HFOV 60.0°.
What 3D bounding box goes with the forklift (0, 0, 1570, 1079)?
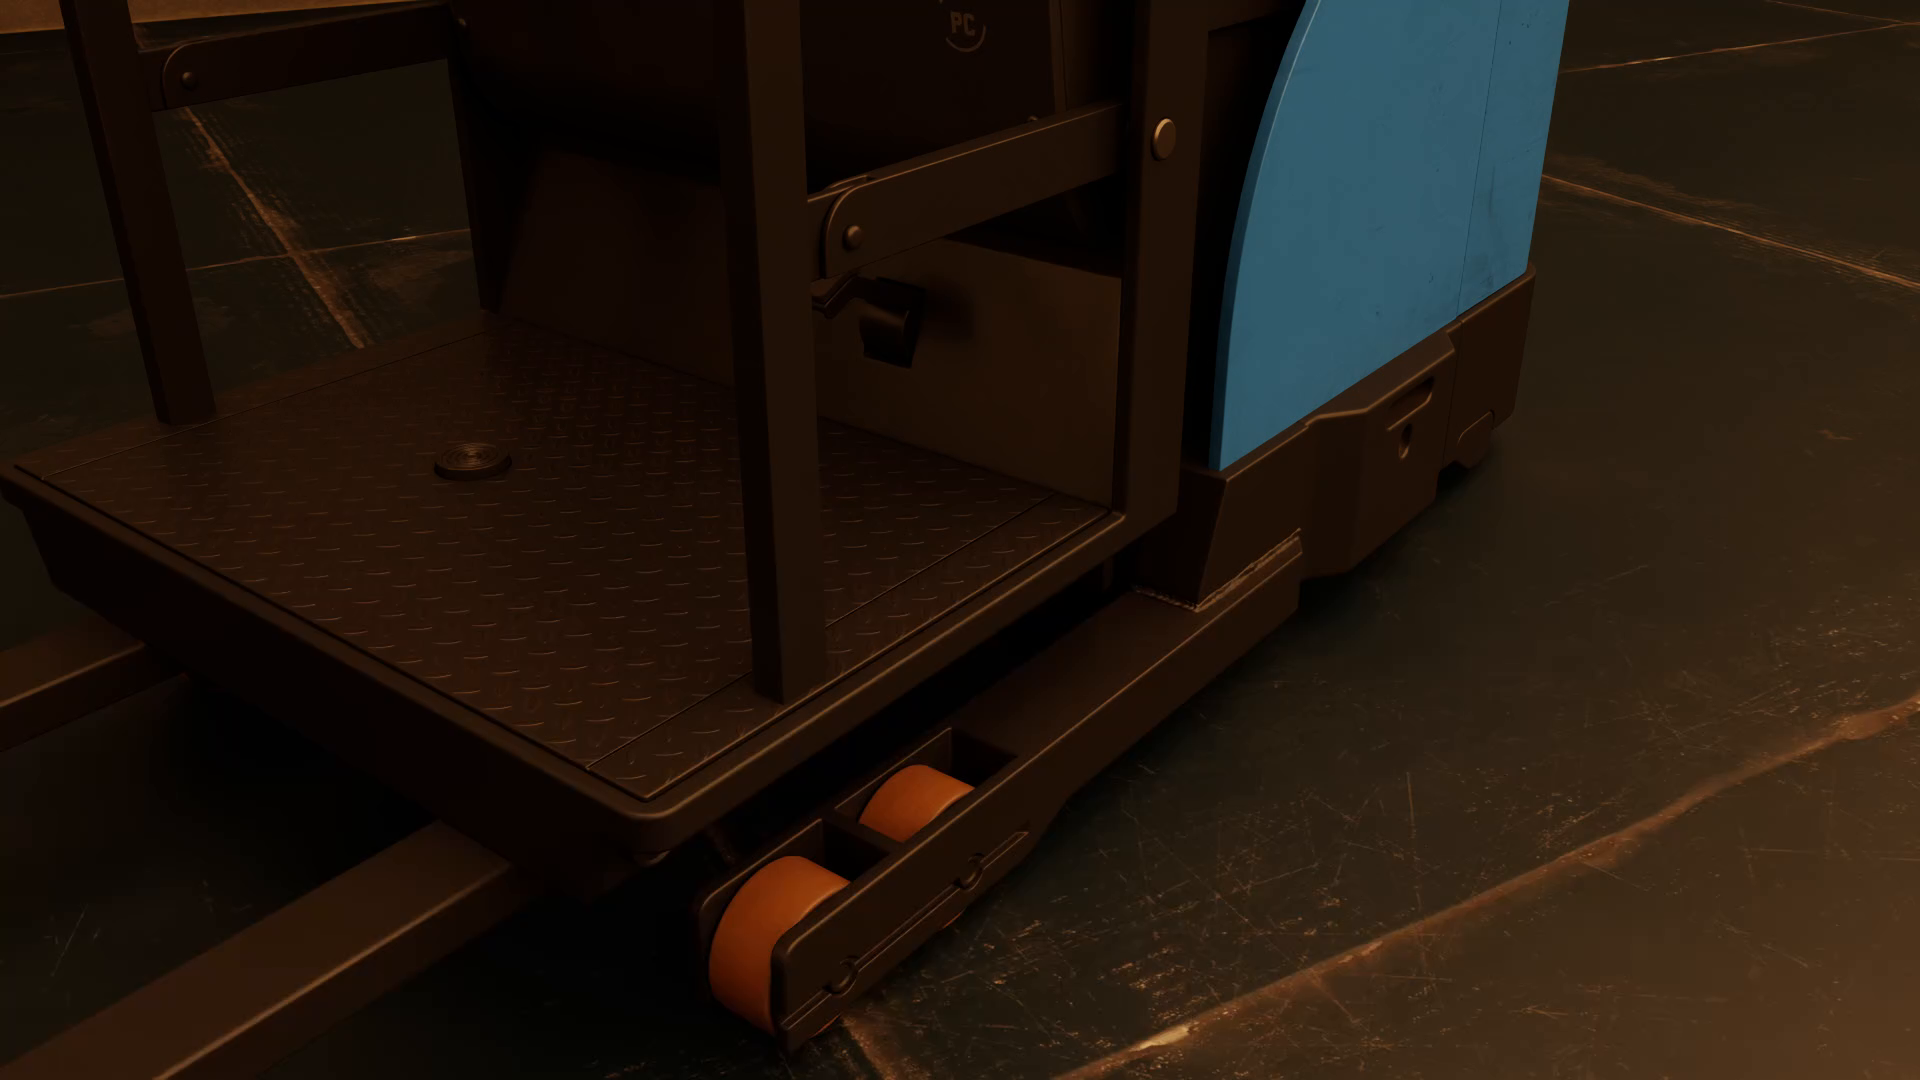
[{"bbox_3d":[-0.375,-1.090,1.409,1.130,2.935,3.031,19,33,33],"label":"forklift"}]
